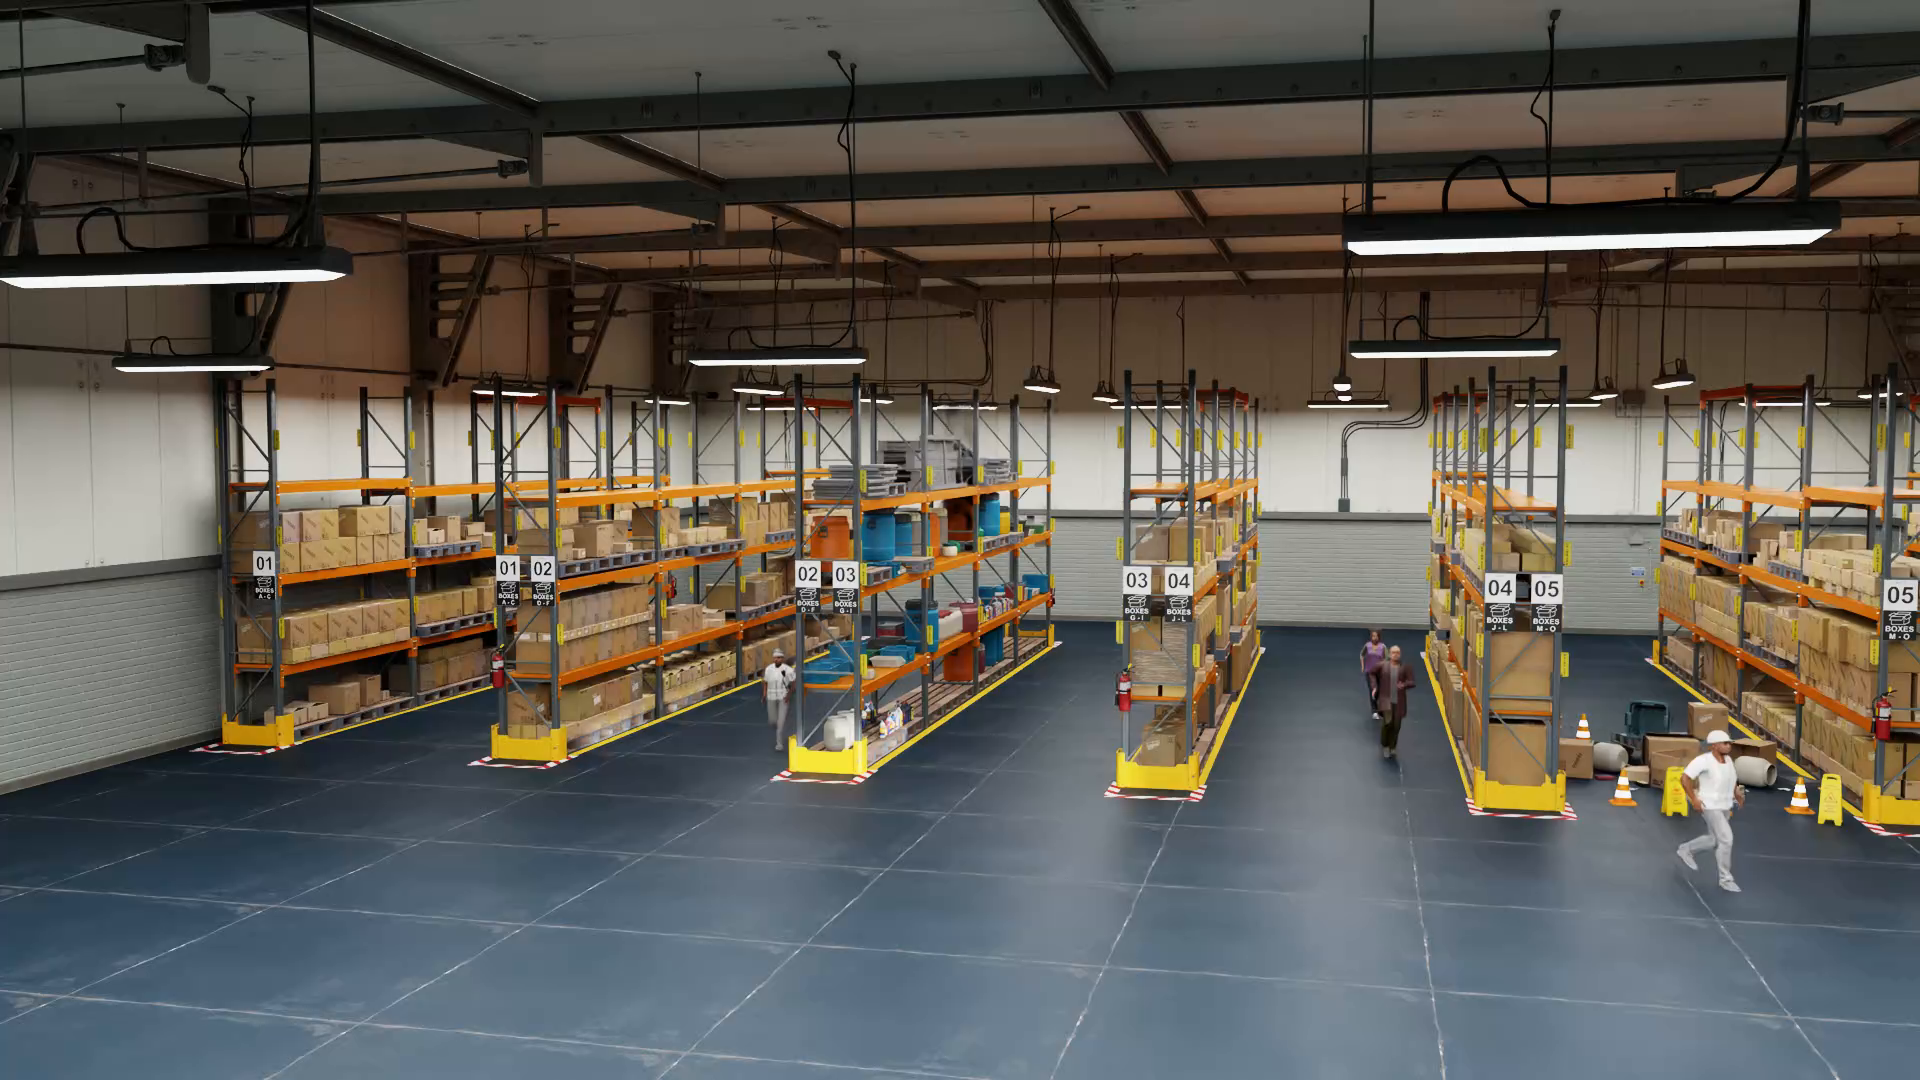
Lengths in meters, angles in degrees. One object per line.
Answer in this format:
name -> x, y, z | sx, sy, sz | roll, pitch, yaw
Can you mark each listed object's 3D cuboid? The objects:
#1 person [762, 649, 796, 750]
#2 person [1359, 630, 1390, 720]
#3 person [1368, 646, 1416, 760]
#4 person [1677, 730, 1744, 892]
person -> -2.927, 2.571, 27.062 | 0.558, 1.637, 0.592 | 0, 3, 6
person -> 7.469, 2.403, 29.959 | 0.538, 1.576, 0.804 | 1, 3, 10
person -> 6.790, 2.554, 26.093 | 0.687, 1.791, 0.720 | 0, 3, 4
person -> 8.465, 3.029, 18.756 | 0.715, 1.799, 0.880 | -2, 4, -33
